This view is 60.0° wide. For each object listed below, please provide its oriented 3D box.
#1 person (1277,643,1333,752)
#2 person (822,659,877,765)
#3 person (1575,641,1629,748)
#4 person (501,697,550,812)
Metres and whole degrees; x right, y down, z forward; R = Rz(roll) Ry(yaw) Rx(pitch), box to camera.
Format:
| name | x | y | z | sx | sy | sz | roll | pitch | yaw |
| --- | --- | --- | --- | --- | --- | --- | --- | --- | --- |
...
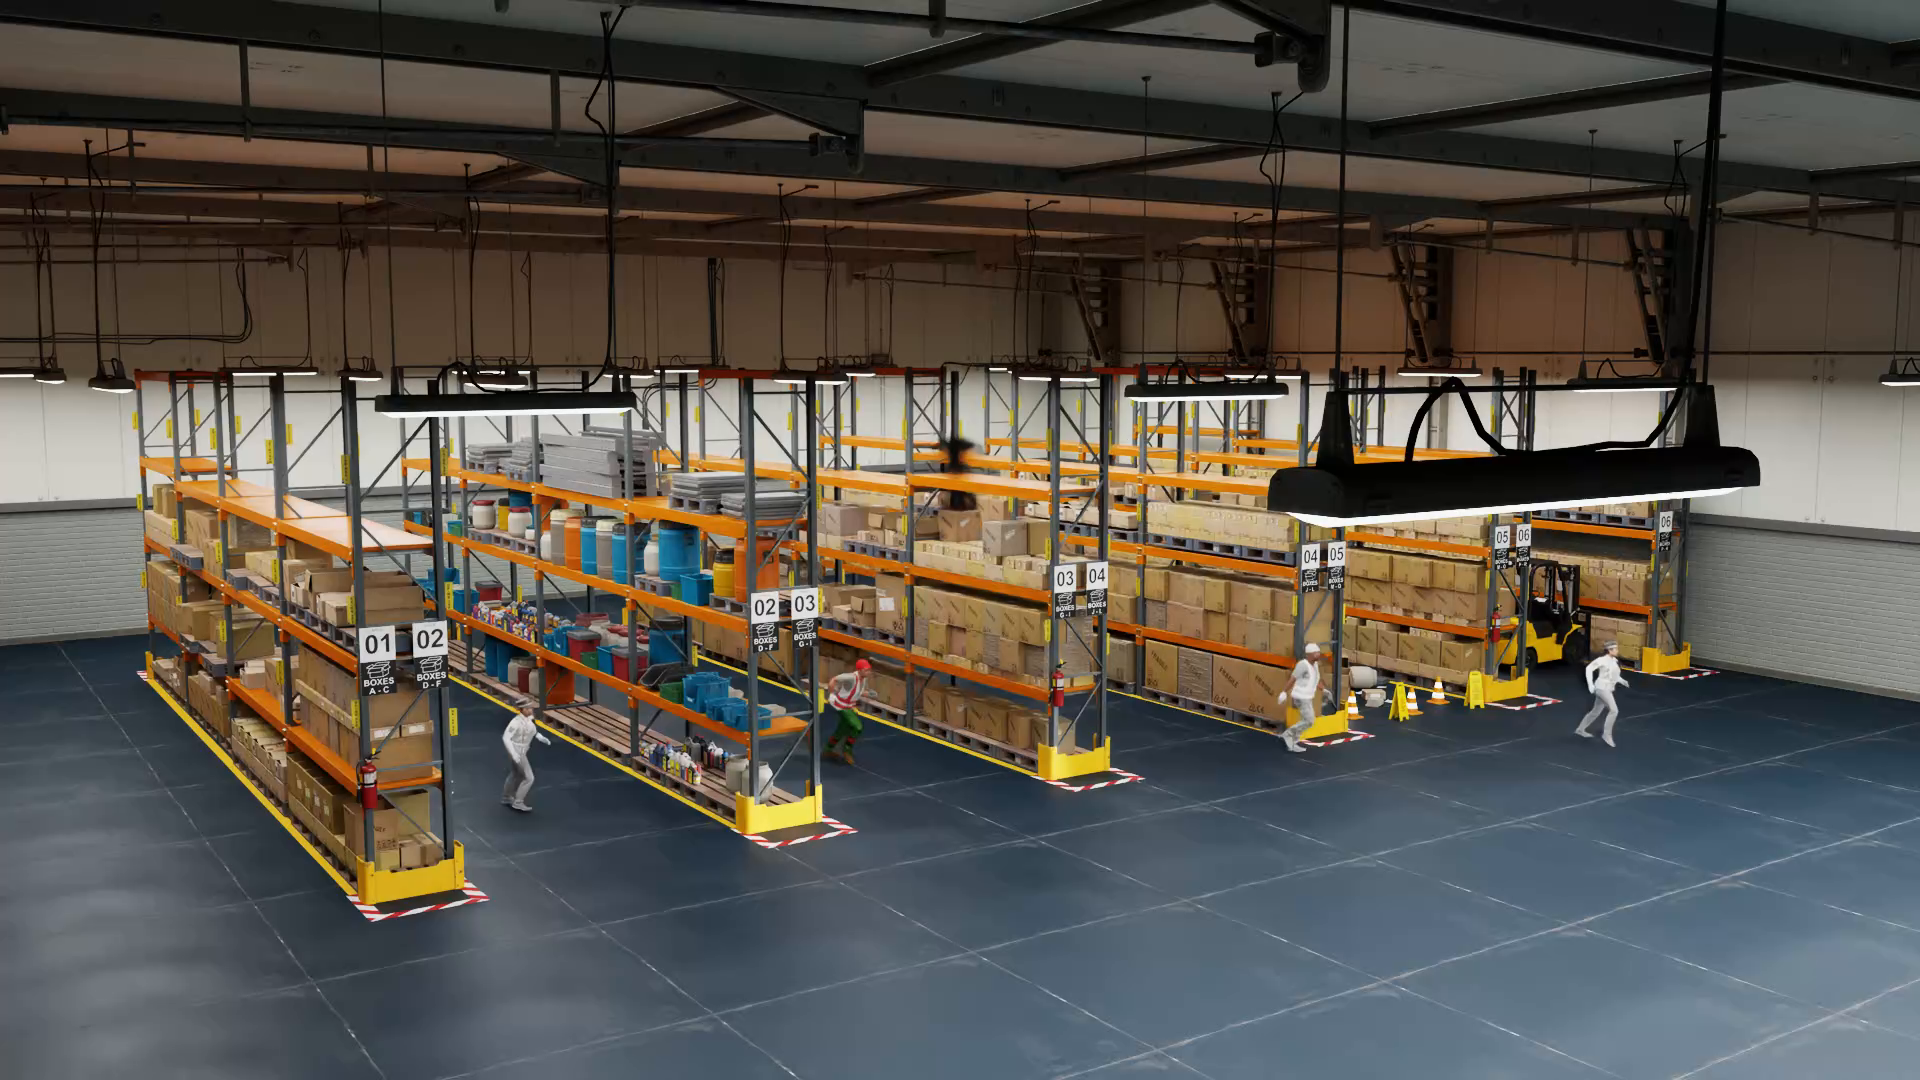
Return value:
| name | x | y | z | sx | sy | sz | roll | pitch | yaw |
| --- | --- | --- | --- | --- | --- | --- | --- | --- | --- |
| person | 5.470 | 2.500 | 26.303 | 0.745 | 1.739 | 0.696 | 3 | 7 | 28 |
| person | -1.751 | 2.638 | 25.586 | 0.978 | 1.676 | 0.713 | 4 | 8 | 31 |
| person | 10.426 | 2.455 | 26.977 | 0.797 | 1.663 | 0.662 | 6 | 9 | 44 |
| person | -6.072 | 2.957 | 23.091 | 0.764 | 1.606 | 0.634 | 0 | 6 | 1 |
